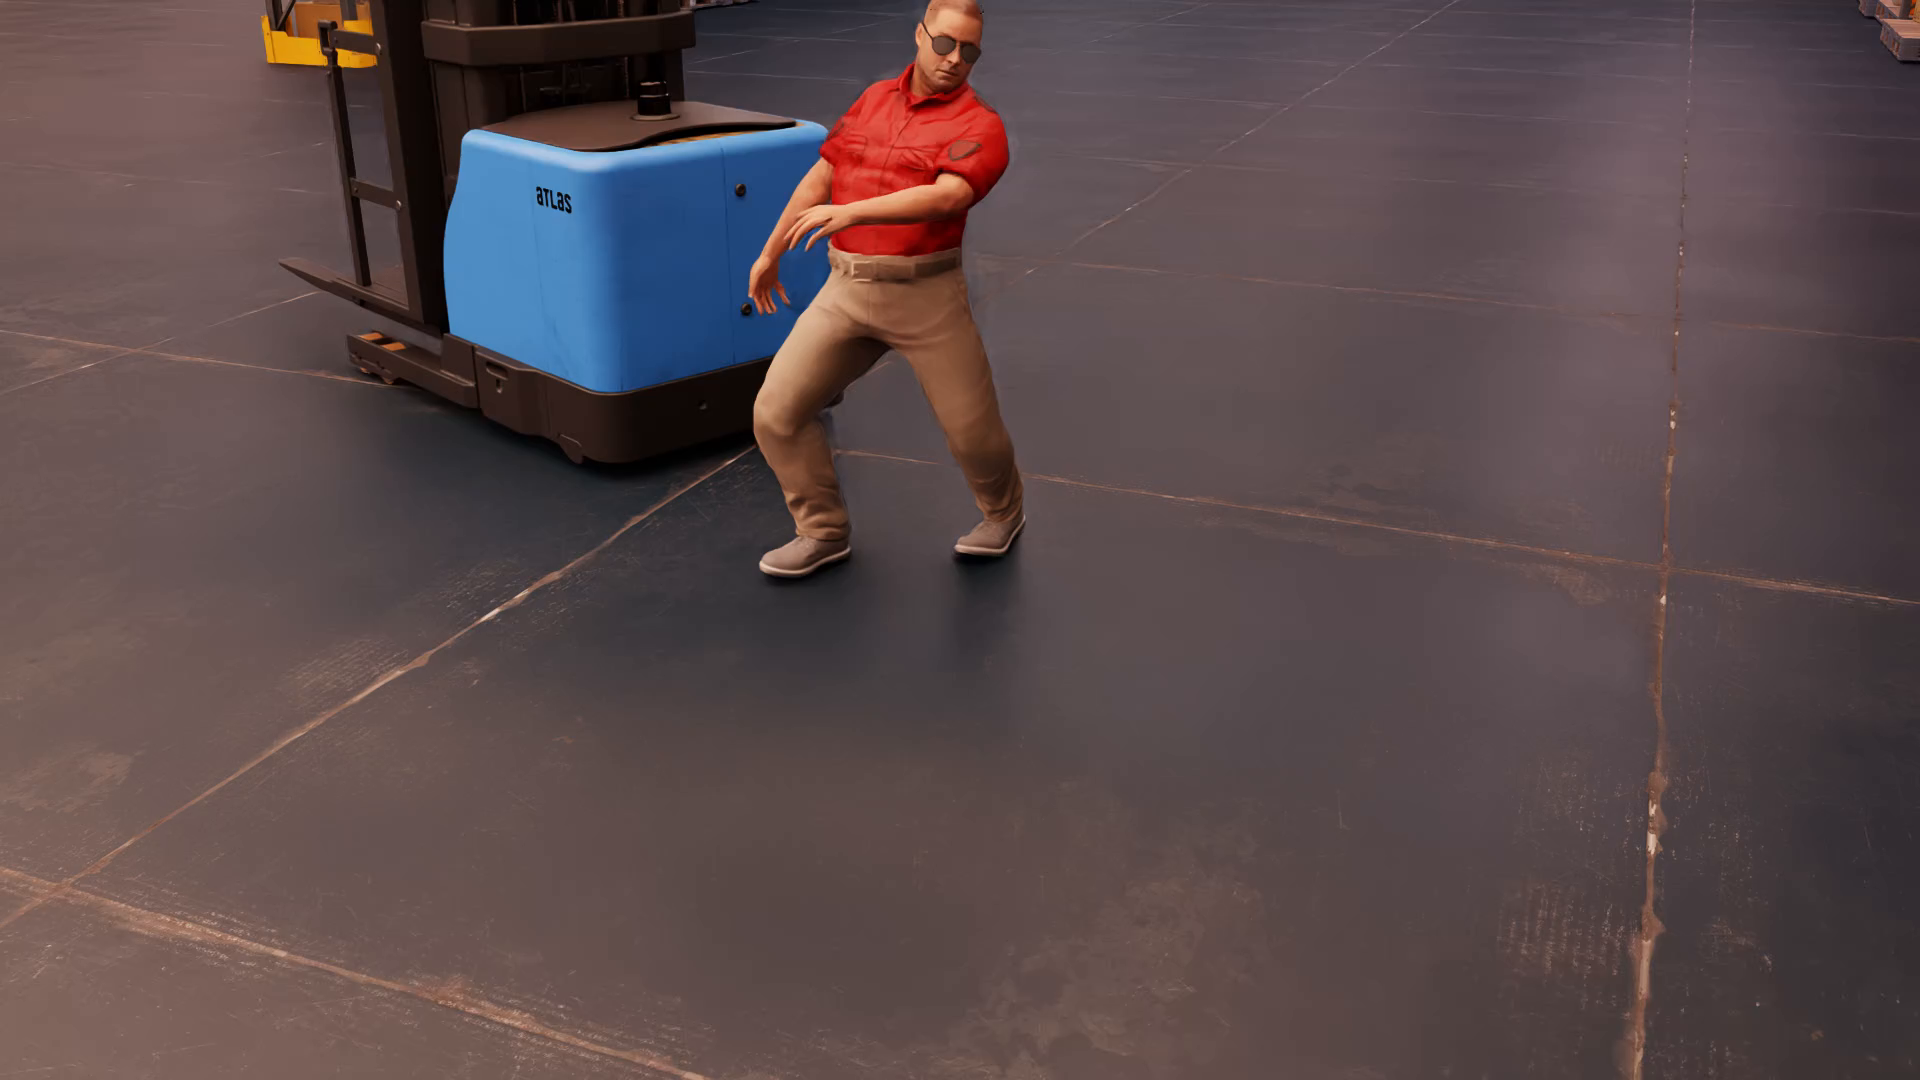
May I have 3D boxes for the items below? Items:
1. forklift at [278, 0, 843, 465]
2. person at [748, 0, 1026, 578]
[{"bbox_3d":[-1.812,-2.084,6.279,1.130,2.935,3.031,-20,30,-40],"label":"forklift"},{"bbox_3d":[-0.265,-0.663,4.589,0.773,1.605,0.851,9,24,21],"label":"person"}]
